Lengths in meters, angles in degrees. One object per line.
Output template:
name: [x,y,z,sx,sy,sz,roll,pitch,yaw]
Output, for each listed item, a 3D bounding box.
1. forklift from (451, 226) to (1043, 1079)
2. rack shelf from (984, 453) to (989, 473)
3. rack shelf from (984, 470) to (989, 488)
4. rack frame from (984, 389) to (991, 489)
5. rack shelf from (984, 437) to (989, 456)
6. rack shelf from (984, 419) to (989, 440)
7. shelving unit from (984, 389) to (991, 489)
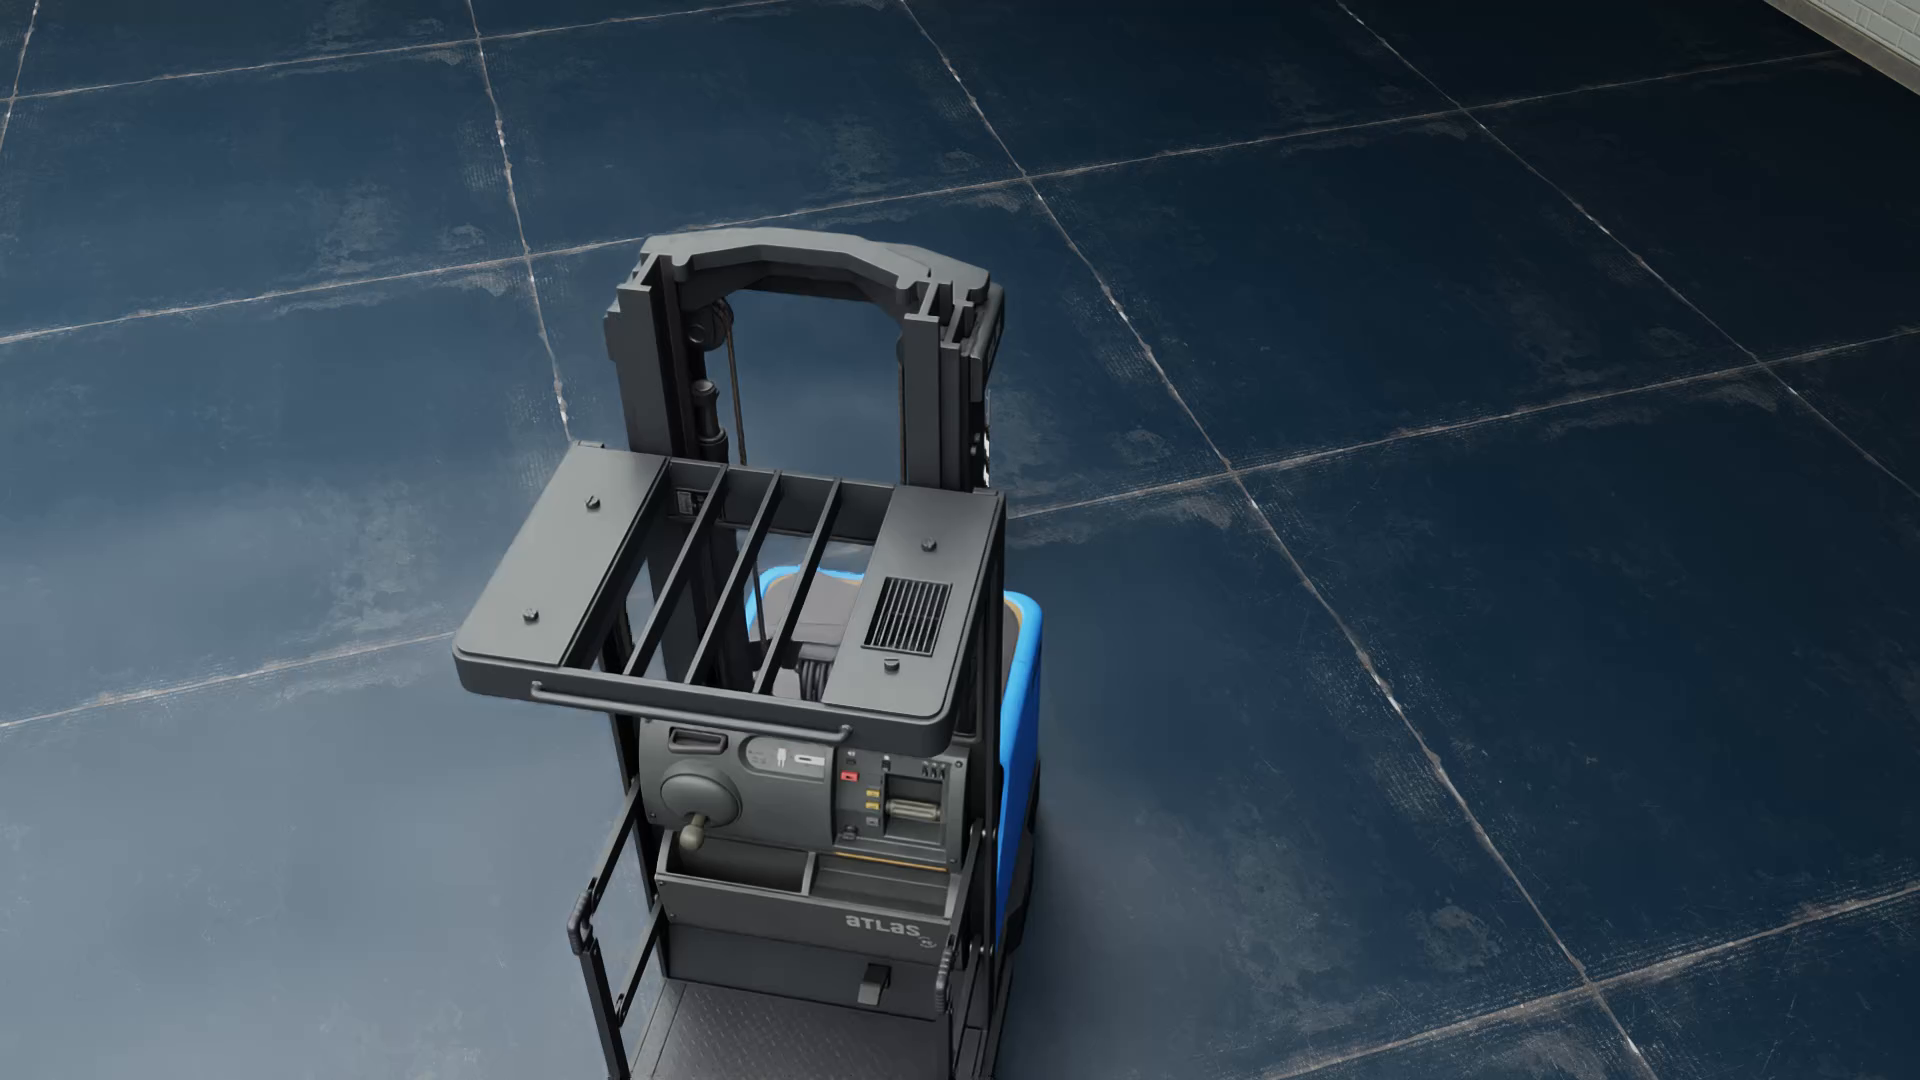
forklift: [-0.479,0.787,4.471,1.130,2.935,3.031,7,42,8]
rack shelf: [-0.008,-0.380,7.264,0.200,0.077,0.258,-12,42,-13]
rack shelf: [-0.008,-0.312,7.324,0.200,0.077,0.258,-12,42,-13]
rack frame: [0.089,-0.357,7.325,0.006,0.900,0.240,-12,42,-13]
rack shelf: [-0.008,-0.448,7.205,0.200,0.077,0.258,-12,42,-13]
rack shelf: [-0.008,-0.516,7.146,0.200,0.077,0.258,-12,42,-13]
shelving unit: [-0.008,-0.337,7.302,0.210,0.900,0.258,-12,42,-13]
